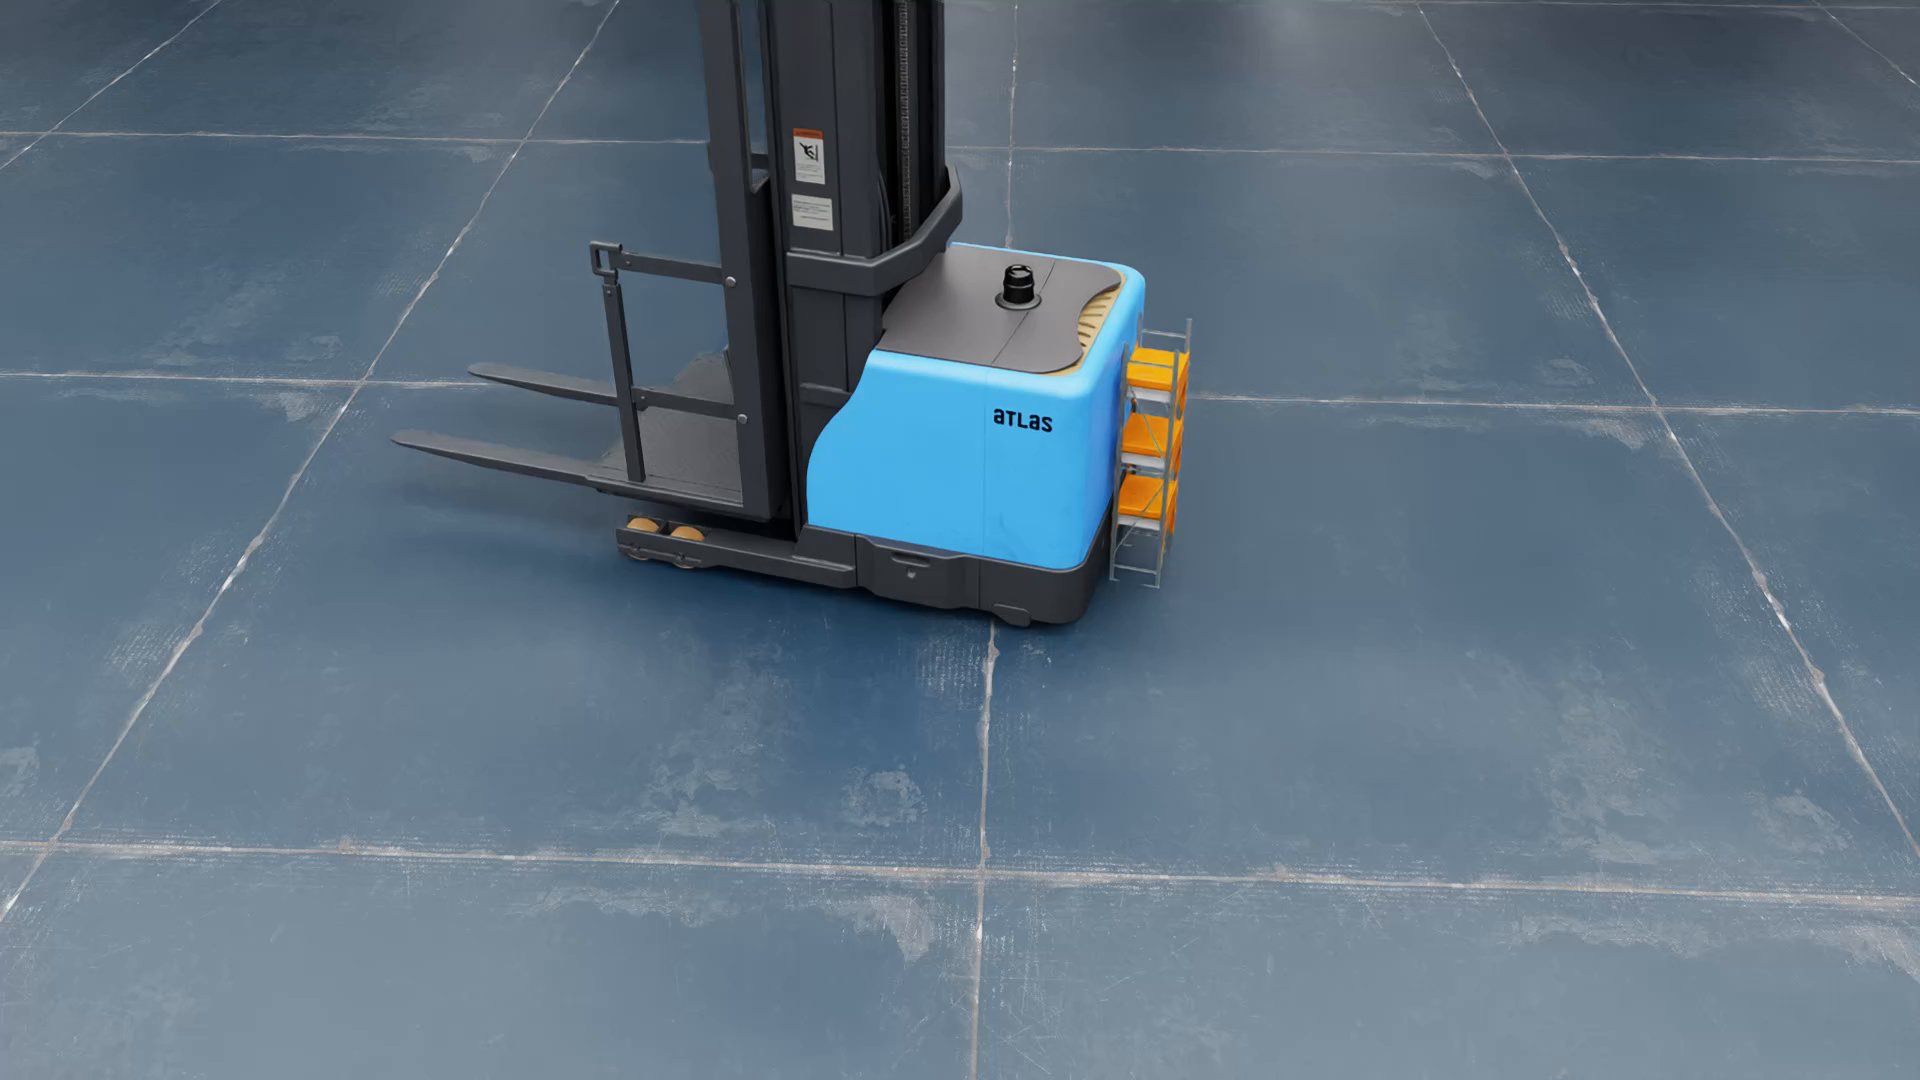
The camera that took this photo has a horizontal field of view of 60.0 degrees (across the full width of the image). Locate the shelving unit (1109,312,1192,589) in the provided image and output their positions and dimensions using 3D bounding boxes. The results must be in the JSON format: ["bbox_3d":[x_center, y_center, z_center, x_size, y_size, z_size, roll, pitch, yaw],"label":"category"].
[{"bbox_3d":[0.716,-0.325,6.299,0.215,1.050,0.252,10,36,14],"label":"shelving unit"}]

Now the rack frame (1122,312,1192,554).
[{"bbox_3d":[0.751,-0.392,6.394,0.200,1.050,0.008,10,36,14],"label":"rack frame"}]

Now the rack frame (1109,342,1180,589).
[{"bbox_3d":[0.681,-0.257,6.203,0.200,1.050,0.008,10,36,14],"label":"rack frame"}]

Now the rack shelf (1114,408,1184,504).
[{"bbox_3d":[0.716,-0.316,6.305,0.215,0.259,0.240,10,36,14],"label":"rack shelf"}]

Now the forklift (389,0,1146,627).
[{"bbox_3d":[-0.851,-1.363,6.140,3.031,2.935,1.130,10,36,14],"label":"forklift"}]

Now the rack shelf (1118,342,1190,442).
[{"bbox_3d":[0.716,-0.548,6.142,0.215,0.259,0.240,10,36,14],"label":"rack shelf"}]

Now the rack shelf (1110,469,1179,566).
[{"bbox_3d":[0.716,-0.088,6.465,0.215,0.259,0.240,10,36,14],"label":"rack shelf"}]
